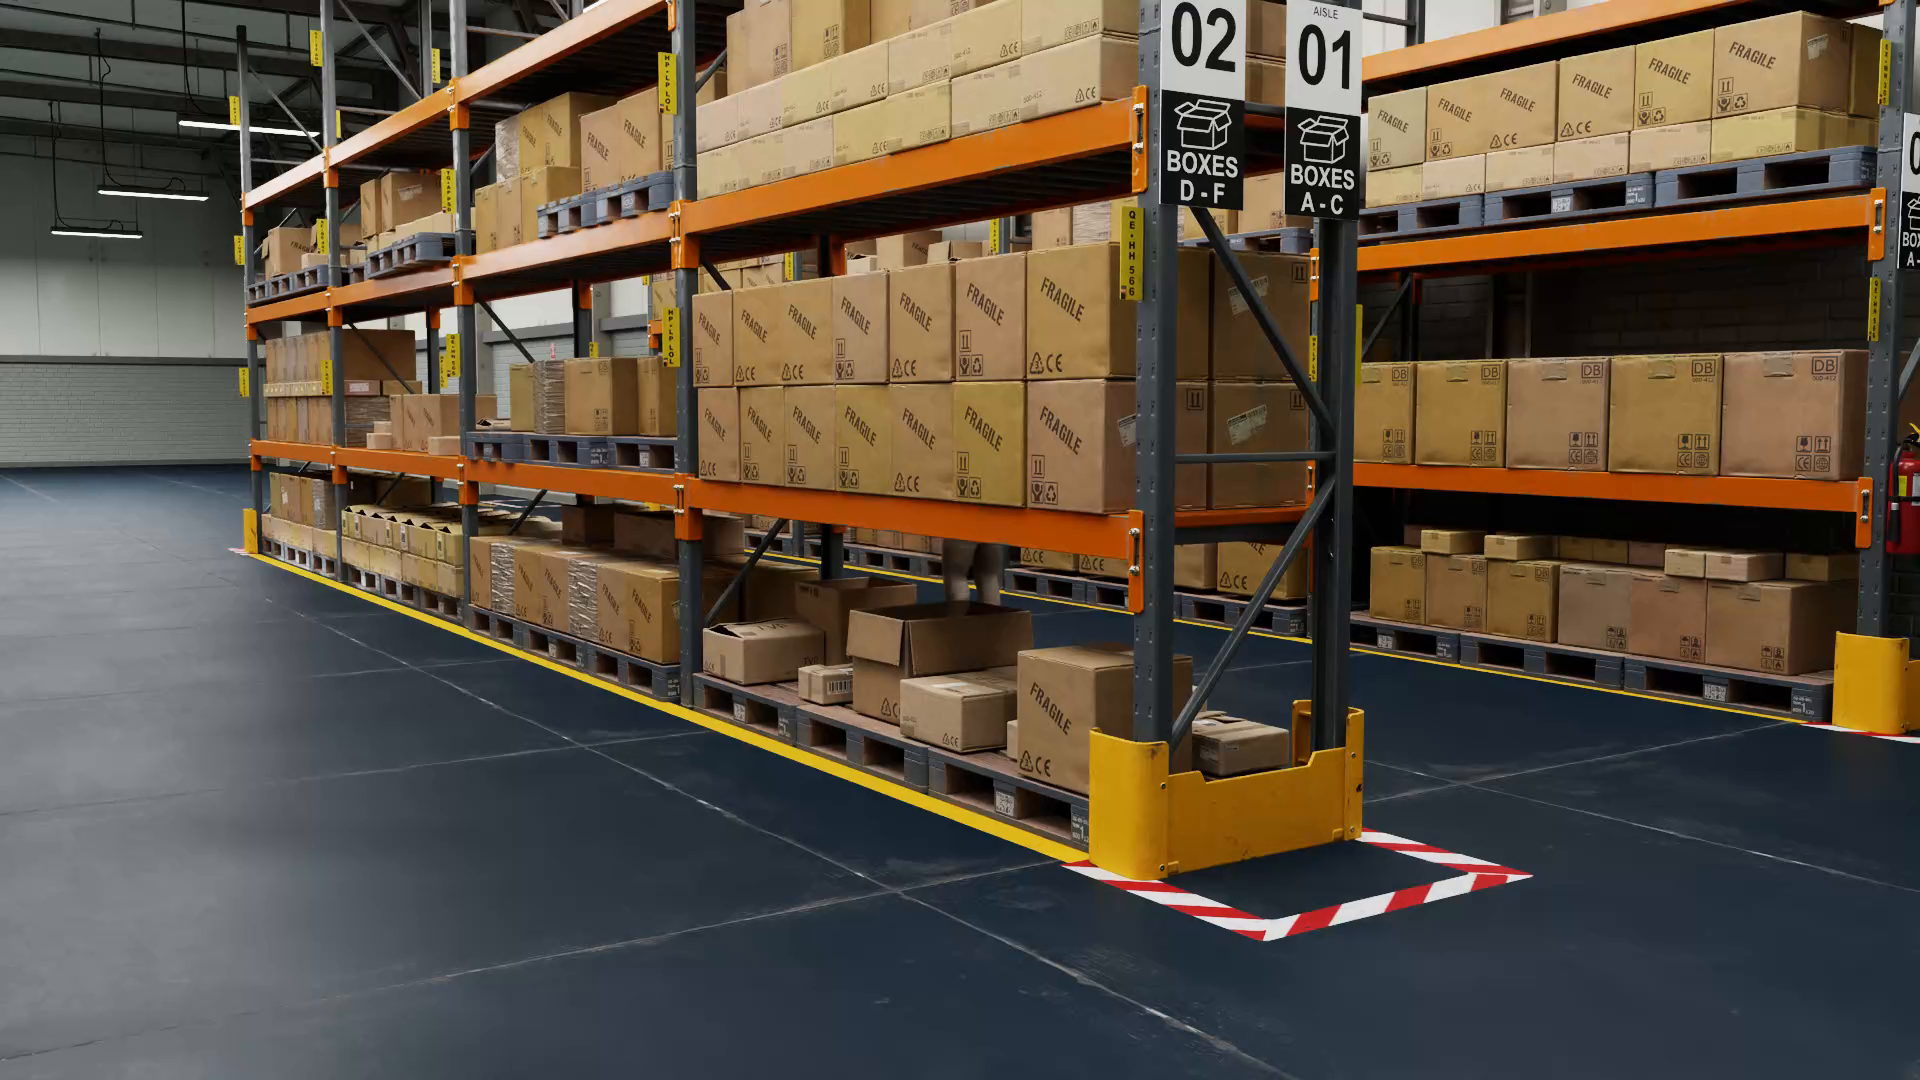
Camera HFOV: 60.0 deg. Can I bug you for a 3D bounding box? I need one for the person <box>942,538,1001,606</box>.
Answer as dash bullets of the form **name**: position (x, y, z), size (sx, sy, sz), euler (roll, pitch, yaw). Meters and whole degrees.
- **person**: position (0.022, -0.098, 11.698), size (0.490, 1.724, 0.542), euler (-3, 6, -34)
